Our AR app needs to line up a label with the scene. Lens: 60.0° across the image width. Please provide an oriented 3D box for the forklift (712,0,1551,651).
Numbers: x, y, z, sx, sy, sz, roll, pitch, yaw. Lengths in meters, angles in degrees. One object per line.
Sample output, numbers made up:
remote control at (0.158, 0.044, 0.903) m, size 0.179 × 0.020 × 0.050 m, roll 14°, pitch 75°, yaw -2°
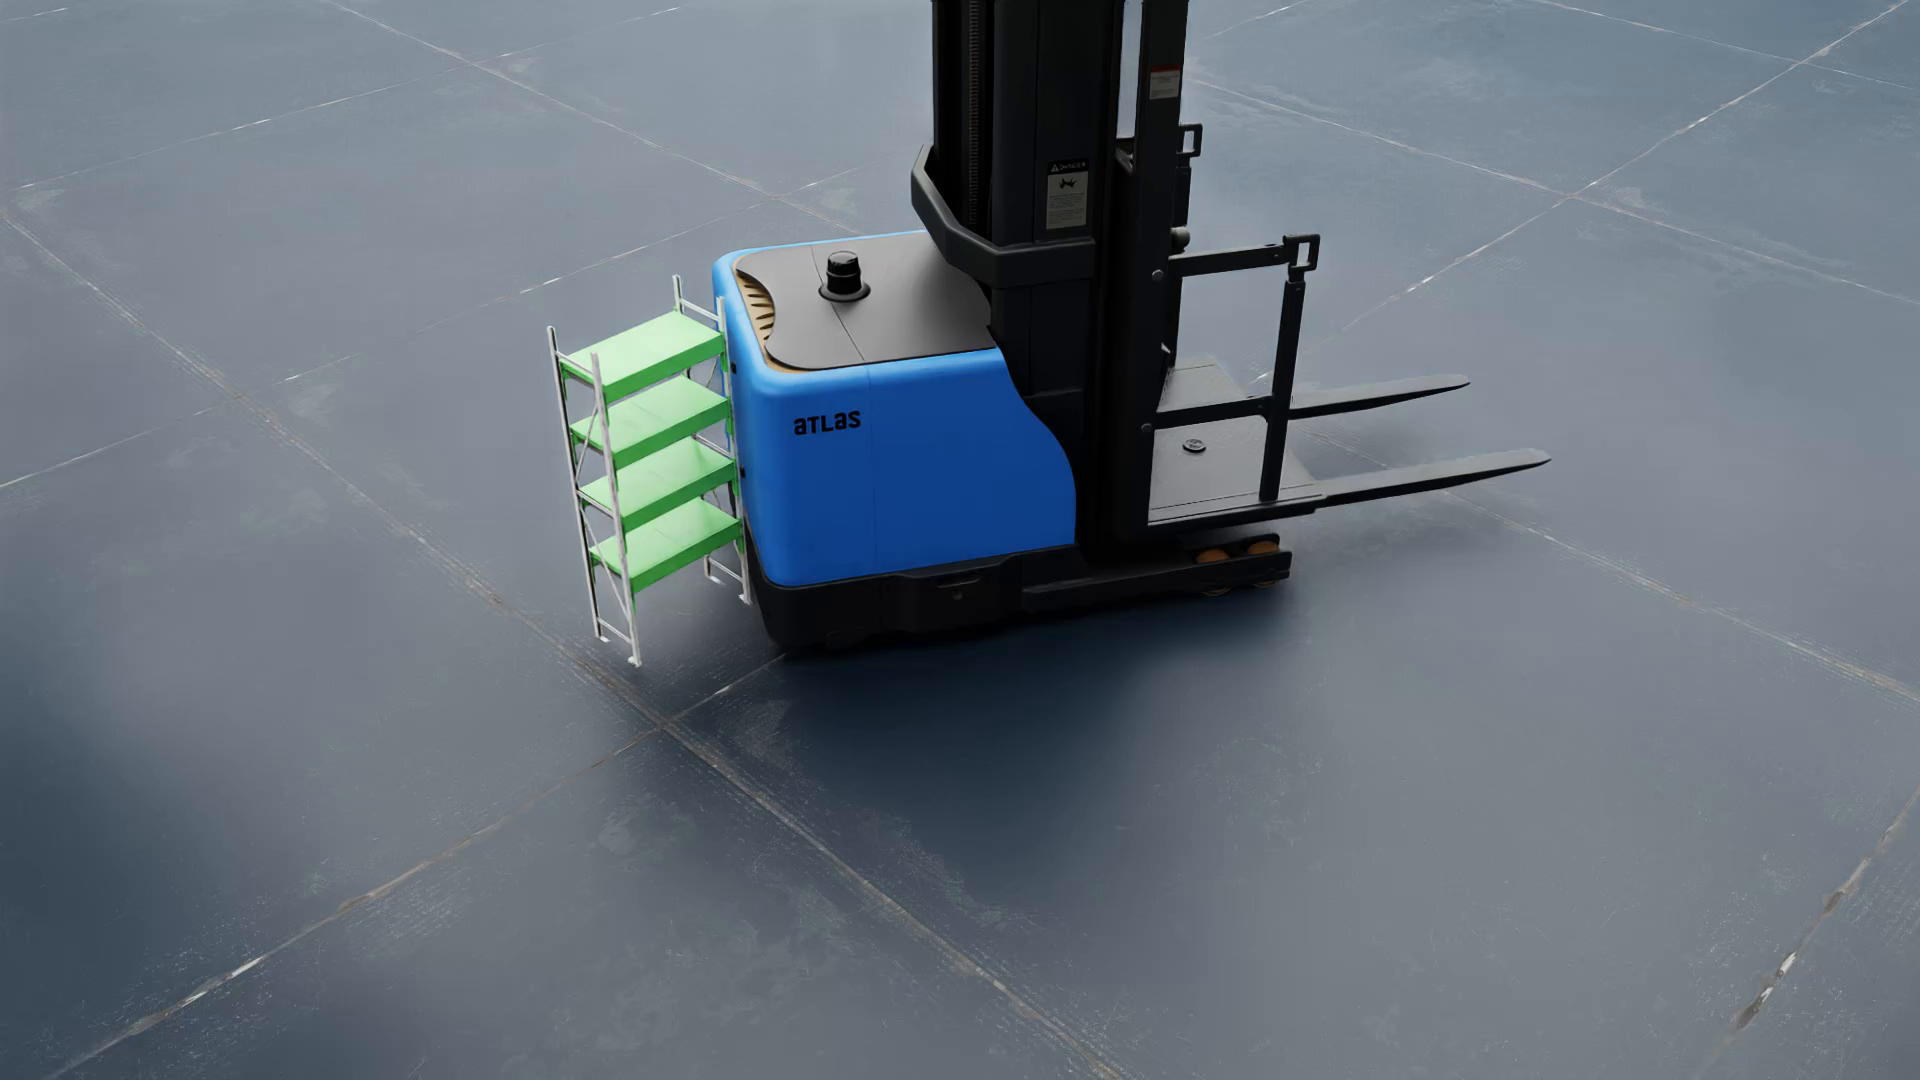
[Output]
forklift at (0.696, -1.285, 5.531) m, size 3.031 × 2.935 × 1.130 m, roll -9°, pitch 36°, yaw -12°

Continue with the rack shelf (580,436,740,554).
rack shelf at (-1.004, -0.162, 5.545) m, size 0.258 × 0.148 × 0.480 m, roll 28°, pitch 44°, yaw 34°

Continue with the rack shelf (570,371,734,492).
rack shelf at (-1.004, -0.359, 5.408) m, size 0.258 × 0.148 × 0.480 m, roll 28°, pitch 44°, yaw 34°

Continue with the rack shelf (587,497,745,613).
rack shelf at (-1.004, 0.035, 5.682) m, size 0.258 × 0.148 × 0.480 m, roll 28°, pitch 44°, yaw 34°

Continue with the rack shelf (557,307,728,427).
rack shelf at (-1.004, -0.556, 5.270) m, size 0.258 × 0.148 × 0.480 m, roll 28°, pitch 44°, yaw 34°

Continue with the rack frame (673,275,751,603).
rack frame at (-0.837, -0.316, 5.654) m, size 0.240 × 1.200 × 0.015 m, roll 28°, pitch 44°, yaw 34°

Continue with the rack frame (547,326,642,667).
rack frame at (-1.172, -0.113, 5.363) m, size 0.240 × 1.200 × 0.015 m, roll 28°, pitch 44°, yaw 34°

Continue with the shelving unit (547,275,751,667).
shelving unit at (-1.004, -0.214, 5.508) m, size 0.258 × 1.200 × 0.503 m, roll 28°, pitch 44°, yaw 34°
